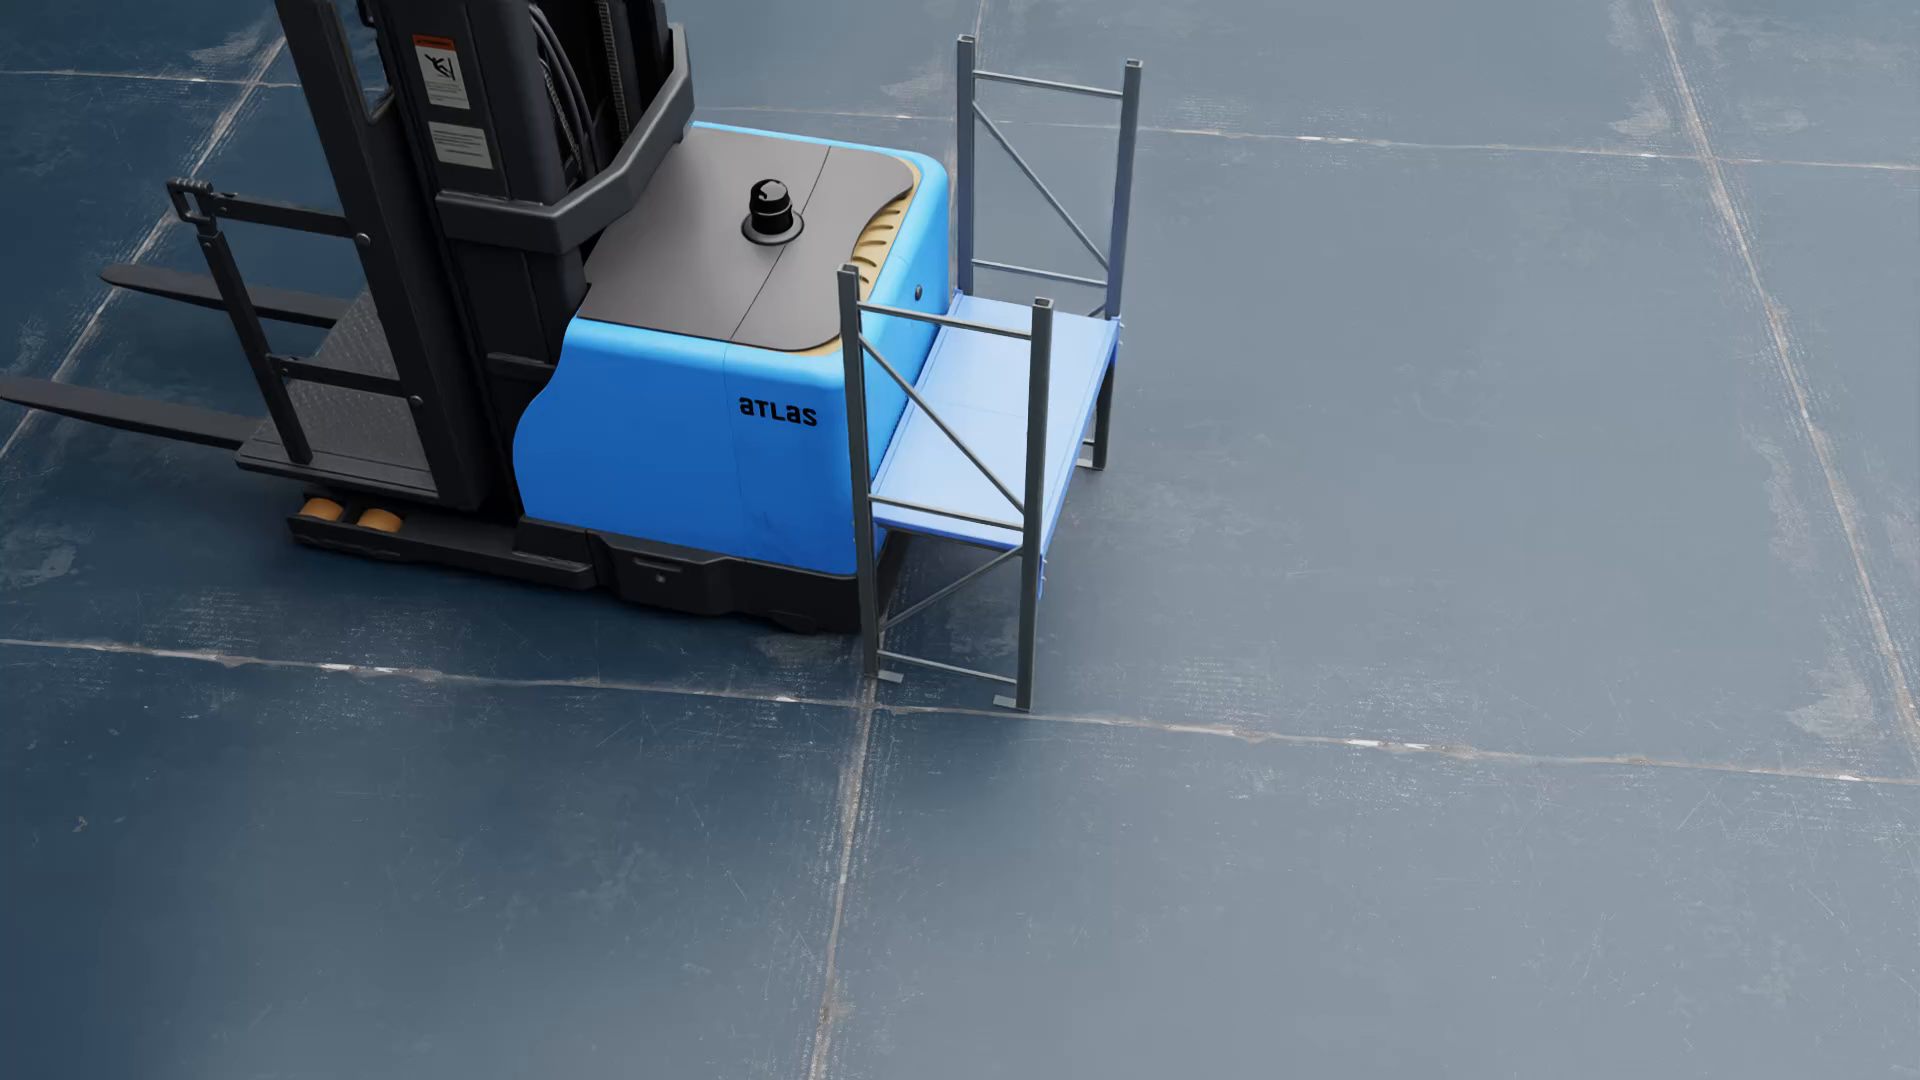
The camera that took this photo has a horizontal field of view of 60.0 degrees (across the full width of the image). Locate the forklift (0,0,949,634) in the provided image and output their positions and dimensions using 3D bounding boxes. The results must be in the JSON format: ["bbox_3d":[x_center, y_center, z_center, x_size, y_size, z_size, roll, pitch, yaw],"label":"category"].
[{"bbox_3d":[-1.595,-1.294,4.447,3.031,2.935,1.130,10,48,9],"label":"forklift"}]

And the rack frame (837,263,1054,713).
[{"bbox_3d":[-0.035,-0.067,4.295,0.500,1.500,0.032,12,49,10],"label":"rack frame"}]

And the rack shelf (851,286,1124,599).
[{"bbox_3d":[0.101,-0.307,4.758,0.538,0.185,1.000,12,49,10],"label":"rack shelf"}]

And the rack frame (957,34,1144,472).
[{"bbox_3d":[0.237,-0.790,4.956,0.500,1.500,0.032,12,49,10],"label":"rack frame"}]

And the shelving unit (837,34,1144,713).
[{"bbox_3d":[0.101,-0.429,4.626,0.538,1.500,1.048,12,49,10],"label":"shelving unit"}]
